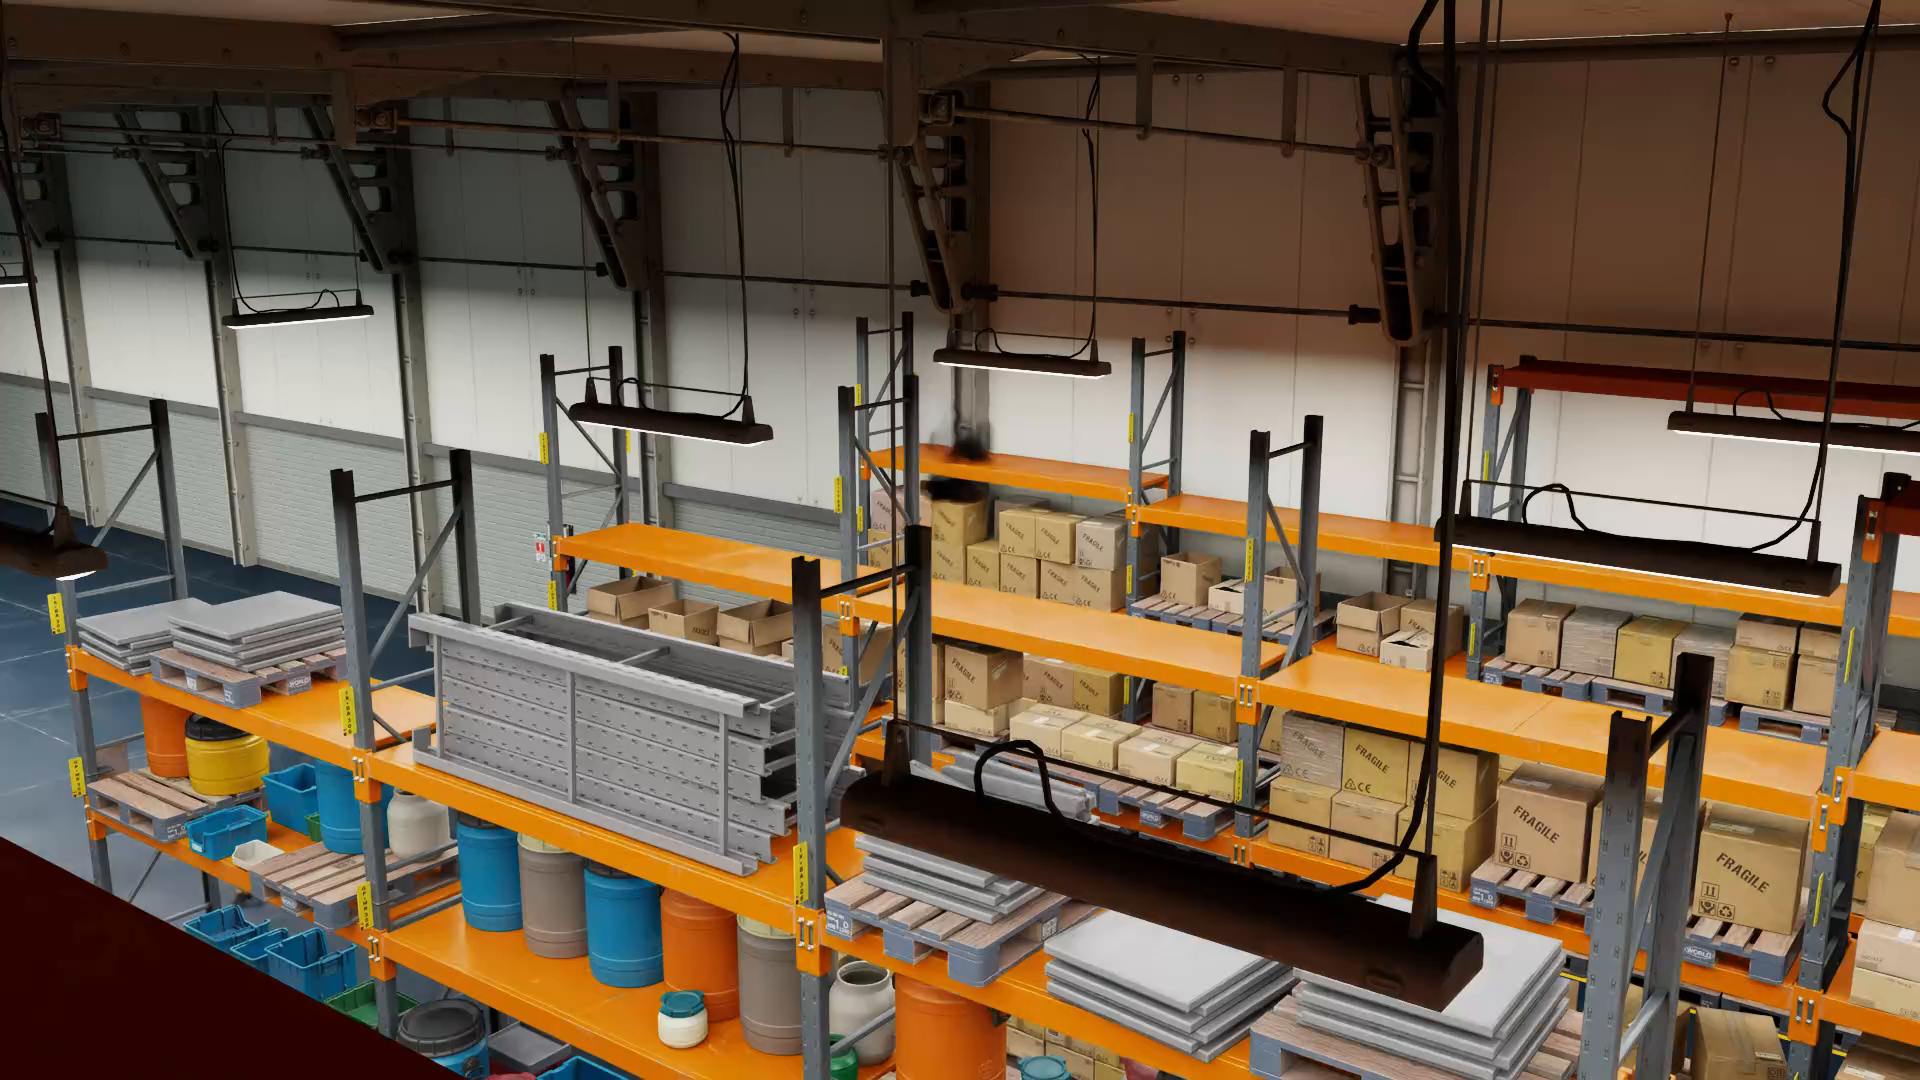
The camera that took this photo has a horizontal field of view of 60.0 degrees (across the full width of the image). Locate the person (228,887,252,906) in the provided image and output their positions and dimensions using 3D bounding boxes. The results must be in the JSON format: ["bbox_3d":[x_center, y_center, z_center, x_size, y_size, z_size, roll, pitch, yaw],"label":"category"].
[{"bbox_3d":[-7.654,3.093,18.093,0.752,1.772,0.644,-7,15,-26],"label":"person"}]
